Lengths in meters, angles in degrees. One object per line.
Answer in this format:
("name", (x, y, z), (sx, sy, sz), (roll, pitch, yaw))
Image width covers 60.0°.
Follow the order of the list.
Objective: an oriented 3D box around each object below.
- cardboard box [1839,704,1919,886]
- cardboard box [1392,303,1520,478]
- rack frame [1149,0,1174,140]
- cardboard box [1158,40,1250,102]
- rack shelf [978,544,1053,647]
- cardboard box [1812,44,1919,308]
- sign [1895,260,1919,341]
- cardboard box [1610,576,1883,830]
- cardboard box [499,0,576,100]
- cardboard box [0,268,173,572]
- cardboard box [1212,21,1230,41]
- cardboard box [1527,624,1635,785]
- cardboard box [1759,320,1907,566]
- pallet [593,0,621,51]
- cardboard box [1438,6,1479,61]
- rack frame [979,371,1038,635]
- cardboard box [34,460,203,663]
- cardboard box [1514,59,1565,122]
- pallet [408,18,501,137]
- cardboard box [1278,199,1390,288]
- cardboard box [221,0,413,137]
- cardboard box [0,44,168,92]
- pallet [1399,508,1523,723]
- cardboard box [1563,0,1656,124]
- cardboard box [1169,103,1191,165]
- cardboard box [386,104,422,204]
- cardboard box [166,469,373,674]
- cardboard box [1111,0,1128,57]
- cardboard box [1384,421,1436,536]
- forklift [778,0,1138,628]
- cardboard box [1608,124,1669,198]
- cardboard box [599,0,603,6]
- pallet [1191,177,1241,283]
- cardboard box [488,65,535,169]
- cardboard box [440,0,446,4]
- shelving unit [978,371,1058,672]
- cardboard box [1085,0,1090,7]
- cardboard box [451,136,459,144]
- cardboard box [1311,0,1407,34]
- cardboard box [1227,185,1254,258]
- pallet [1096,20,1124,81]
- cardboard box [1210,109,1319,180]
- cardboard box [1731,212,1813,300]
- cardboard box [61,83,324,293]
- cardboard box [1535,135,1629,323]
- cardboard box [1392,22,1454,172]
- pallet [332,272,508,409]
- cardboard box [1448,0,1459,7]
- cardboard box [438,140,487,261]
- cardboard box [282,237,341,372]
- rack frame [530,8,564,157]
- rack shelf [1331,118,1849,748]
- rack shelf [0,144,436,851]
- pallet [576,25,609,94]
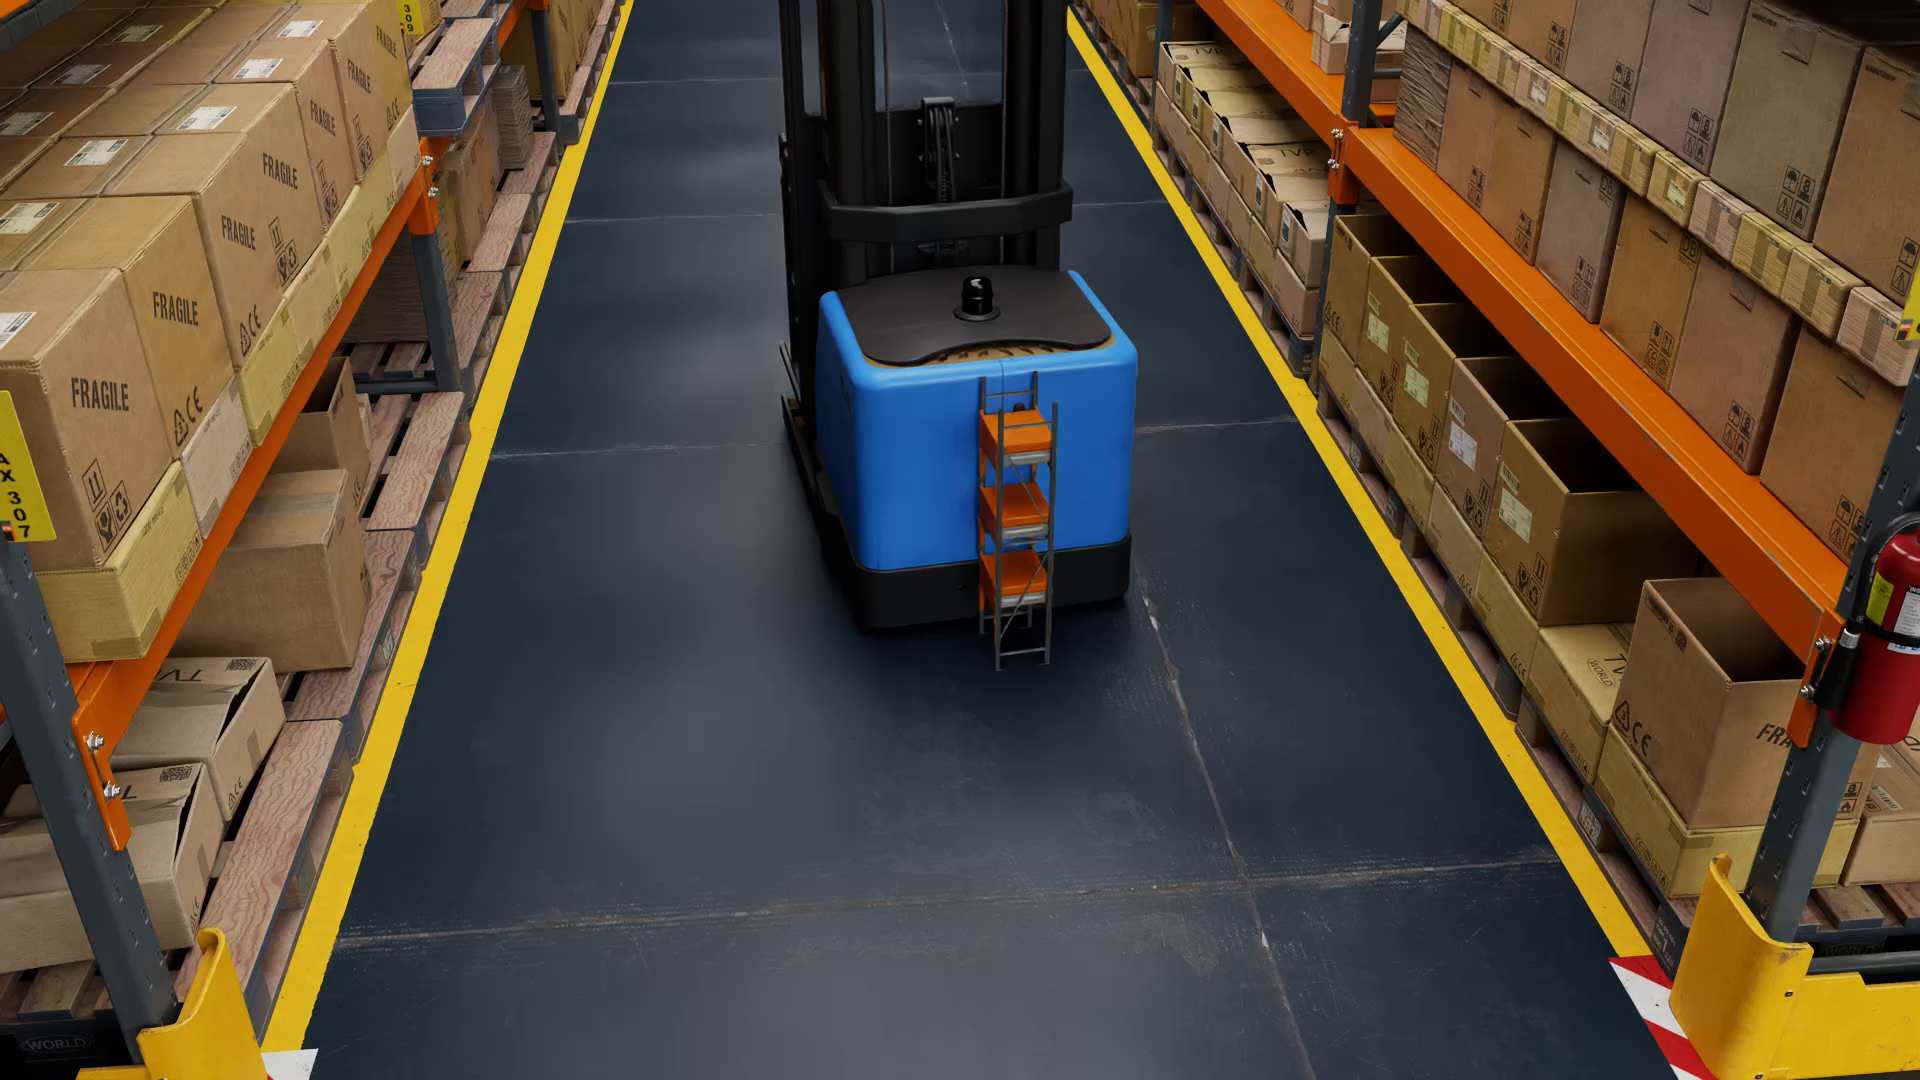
("cardboard box", (2.720, 0.736, 4.865), (0.500, 0.250, 0.500), (-3, 31, -5))
("cardboard box", (2.000, -0.582, 6.339), (0.500, 0.500, 0.500), (-3, 31, -5))
("rack frame", (1.801, -4.064, 10.629), (1.000, 3.000, 0.127), (-3, 31, -5))
("cardboard box", (1.558, -3.023, 10.612), (0.500, 0.311, 0.500), (-2, 31, -3))
("rack shelf", (0.196, 0.197, 5.959), (0.215, 0.259, 0.240), (-7, 32, -11))
("cardboard box", (2.513, -0.846, 3.878), (0.700, 0.500, 0.500), (-3, 31, -4))
("sign", (2.007, -0.560, 3.402), (0.100, 0.325, 0.005), (-3, 31, -5))
("cardboard box", (2.202, 0.439, 4.631), (0.500, 0.500, 0.500), (-3, 31, -5))
("cardboard box", (-3.068, -3.464, 11.311), (0.750, 0.750, 0.750), (-3, 31, -5))
("cardboard box", (-2.128, -0.265, 3.664), (0.500, 0.500, 0.500), (-3, 31, -5))
("cardboard box", (2.043, -3.426, 11.569), (0.500, 0.500, 0.500), (-1, 31, -2))
("cardboard box", (2.146, 0.506, 5.250), (0.500, 0.250, 0.500), (-3, 31, -5))
("cardboard box", (2.518, -0.262, 4.166), (0.700, 0.500, 0.500), (-3, 31, -5))
("pallet", (-3.357, -4.280, 13.709), (1.003, 0.211, 1.213), (-3, 31, -5))
("cardboard box", (2.057, -1.937, 6.338), (0.380, 0.149, 0.250), (-4, 31, -6))
("rack frame", (0.169, -0.112, 5.913), (0.200, 1.050, 0.008), (-7, 32, -11))
("cardboard box", (-2.112, 0.051, 3.867), (0.500, 0.250, 0.500), (-4, 31, -6))
("cardboard box", (2.132, -1.539, 5.672), (0.380, 0.149, 0.250), (-4, 31, -6))
("pallet", (-2.683, -2.098, 7.524), (1.003, 0.211, 1.213), (-3, 31, -5))
("cardboard box", (1.852, -1.456, 7.987), (0.500, 0.311, 0.500), (-3, 31, -5))
("cardboard box", (-2.405, -1.822, 6.271), (0.500, 0.500, 0.500), (-3, 31, -5))
("cardboard box", (-2.835, -1.280, 5.363), (0.500, 0.500, 0.500), (-2, 31, -3))
("pallet", (2.325, 0.207, 6.197), (1.003, 0.211, 1.213), (-3, 31, -5))
("cardboard box", (2.364, -1.627, 5.186), (0.700, 0.500, 0.500), (-3, 31, -5))
("cardboard box", (1.606, -2.526, 10.326), (0.500, 0.250, 0.500), (-4, 31, -6))
("cardboard box", (-2.411, -1.500, 6.463), (0.500, 0.250, 0.500), (-3, 31, -4))
("cardboard box", (-2.430, 0.118, 5.636), (0.700, 0.500, 0.500), (-5, 31, -8))
("cardboard box", (1.432, -3.911, 12.380), (0.500, 0.500, 0.500), (-4, 31, -6))
("cardboard box", (2.000, -0.260, 6.531), (0.500, 0.250, 0.500), (-3, 31, -5))
("forklift", (-0.189, -1.680, 6.705), (1.130, 2.935, 3.031), (-7, 32, -11))
("cardboard box", (2.201, -1.148, 5.017), (0.380, 0.149, 0.250), (-2, 31, -3))
("cardboard box", (-3.314, -4.799, 13.546), (0.750, 0.750, 0.750), (-2, 31, -4))
("pallet", (1.950, -1.824, 9.597), (1.003, 0.211, 1.213), (-3, 31, -5))
("cardboard box", (-3.011, -2.576, 10.146), (0.700, 0.500, 0.500), (-2, 31, -4))
("cardboard box", (-2.908, -2.896, 8.148), (0.700, 0.500, 0.500), (1, 31, 2))
("shelving unit", (0.196, -0.051, 5.811), (0.215, 1.050, 0.252), (-7, 32, -11))
("cardboard box", (1.291, -4.692, 13.688), (0.500, 0.500, 0.500), (-2, 31, -4))
("cardboard box", (-2.967, -2.341, 9.022), (0.500, 0.250, 0.500), (-3, 31, -5))
("cardboard box", (2.070, -2.727, 8.293), (0.500, 0.500, 0.500), (-1, 31, -1))
("cardboard box", (1.754, -1.739, 9.009), (0.500, 0.250, 0.500), (-2, 31, -3))
("pallet", (1.658, -3.872, 13.026), (1.003, 0.211, 1.213), (-3, 31, -5))
("cardboard box", (1.709, -2.233, 9.288), (0.500, 0.311, 0.500), (-3, 31, -5))
("cardboard box", (2.274, -0.751, 4.353), (0.380, 0.149, 0.250), (-3, 31, -5))
("cardboard box", (-2.267, -1.045, 4.970), (0.500, 0.500, 0.500), (-2, 31, -3))
("cardboard box", (2.371, -1.052, 5.489), (0.700, 0.500, 0.500), (-2, 31, -3))
("cardboard box", (2.223, -1.839, 6.806), (0.700, 0.500, 0.500), (-4, 31, -6))
("pallet", (-2.831, -0.983, 8.190), (1.003, 0.211, 1.213), (-3, 31, -5))
("cardboard box", (2.223, -2.396, 6.473), (0.700, 0.500, 0.500), (-3, 31, -4))
("cardboard box", (-2.948, -1.797, 8.843), (0.700, 0.500, 0.500), (-2, 31, -4))
("cardboard box", (-2.262, -0.732, 5.177), (0.500, 0.250, 0.500), (-2, 31, -4))
("rack frame", (-3.130, -3.825, 10.229), (1.000, 3.000, 0.127), (-3, 31, -5))
("rack shelf", (2.362, -0.692, 5.685), (1.077, 0.370, 4.000), (-3, 31, -5))
("rack shelf", (-2.570, -0.453, 5.285), (1.077, 0.370, 4.000), (-3, 31, -5))
("pallet", (-3.240, -3.656, 12.664), (1.003, 0.211, 1.213), (-3, 31, -5))
